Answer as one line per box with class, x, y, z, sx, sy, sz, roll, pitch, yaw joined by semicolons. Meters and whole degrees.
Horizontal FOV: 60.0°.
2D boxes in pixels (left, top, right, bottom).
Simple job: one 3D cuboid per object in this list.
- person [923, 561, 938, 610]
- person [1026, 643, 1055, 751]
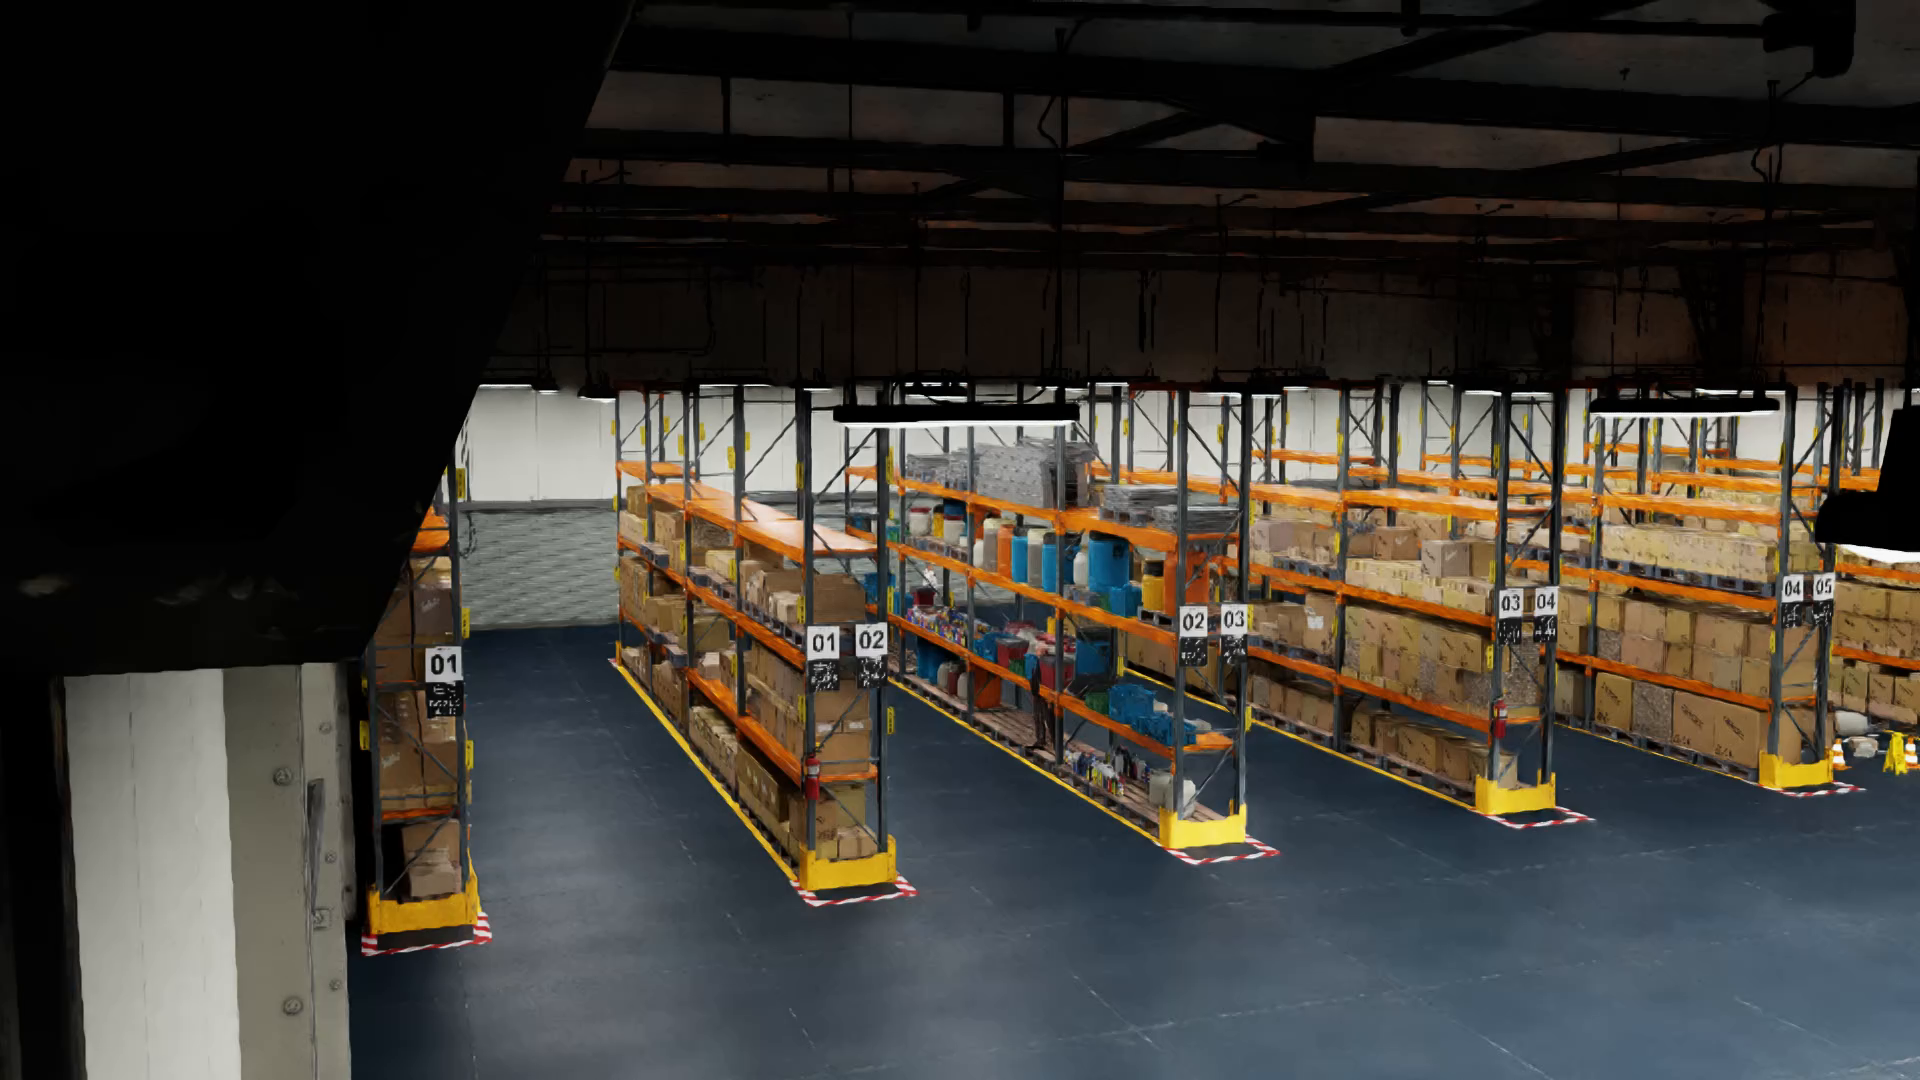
person;-0.777;1.334;39.009;0.509;1.737;0.715;1;6;7
person;1.349;2.485;26.414;0.487;1.724;0.591;-3;7;-27
